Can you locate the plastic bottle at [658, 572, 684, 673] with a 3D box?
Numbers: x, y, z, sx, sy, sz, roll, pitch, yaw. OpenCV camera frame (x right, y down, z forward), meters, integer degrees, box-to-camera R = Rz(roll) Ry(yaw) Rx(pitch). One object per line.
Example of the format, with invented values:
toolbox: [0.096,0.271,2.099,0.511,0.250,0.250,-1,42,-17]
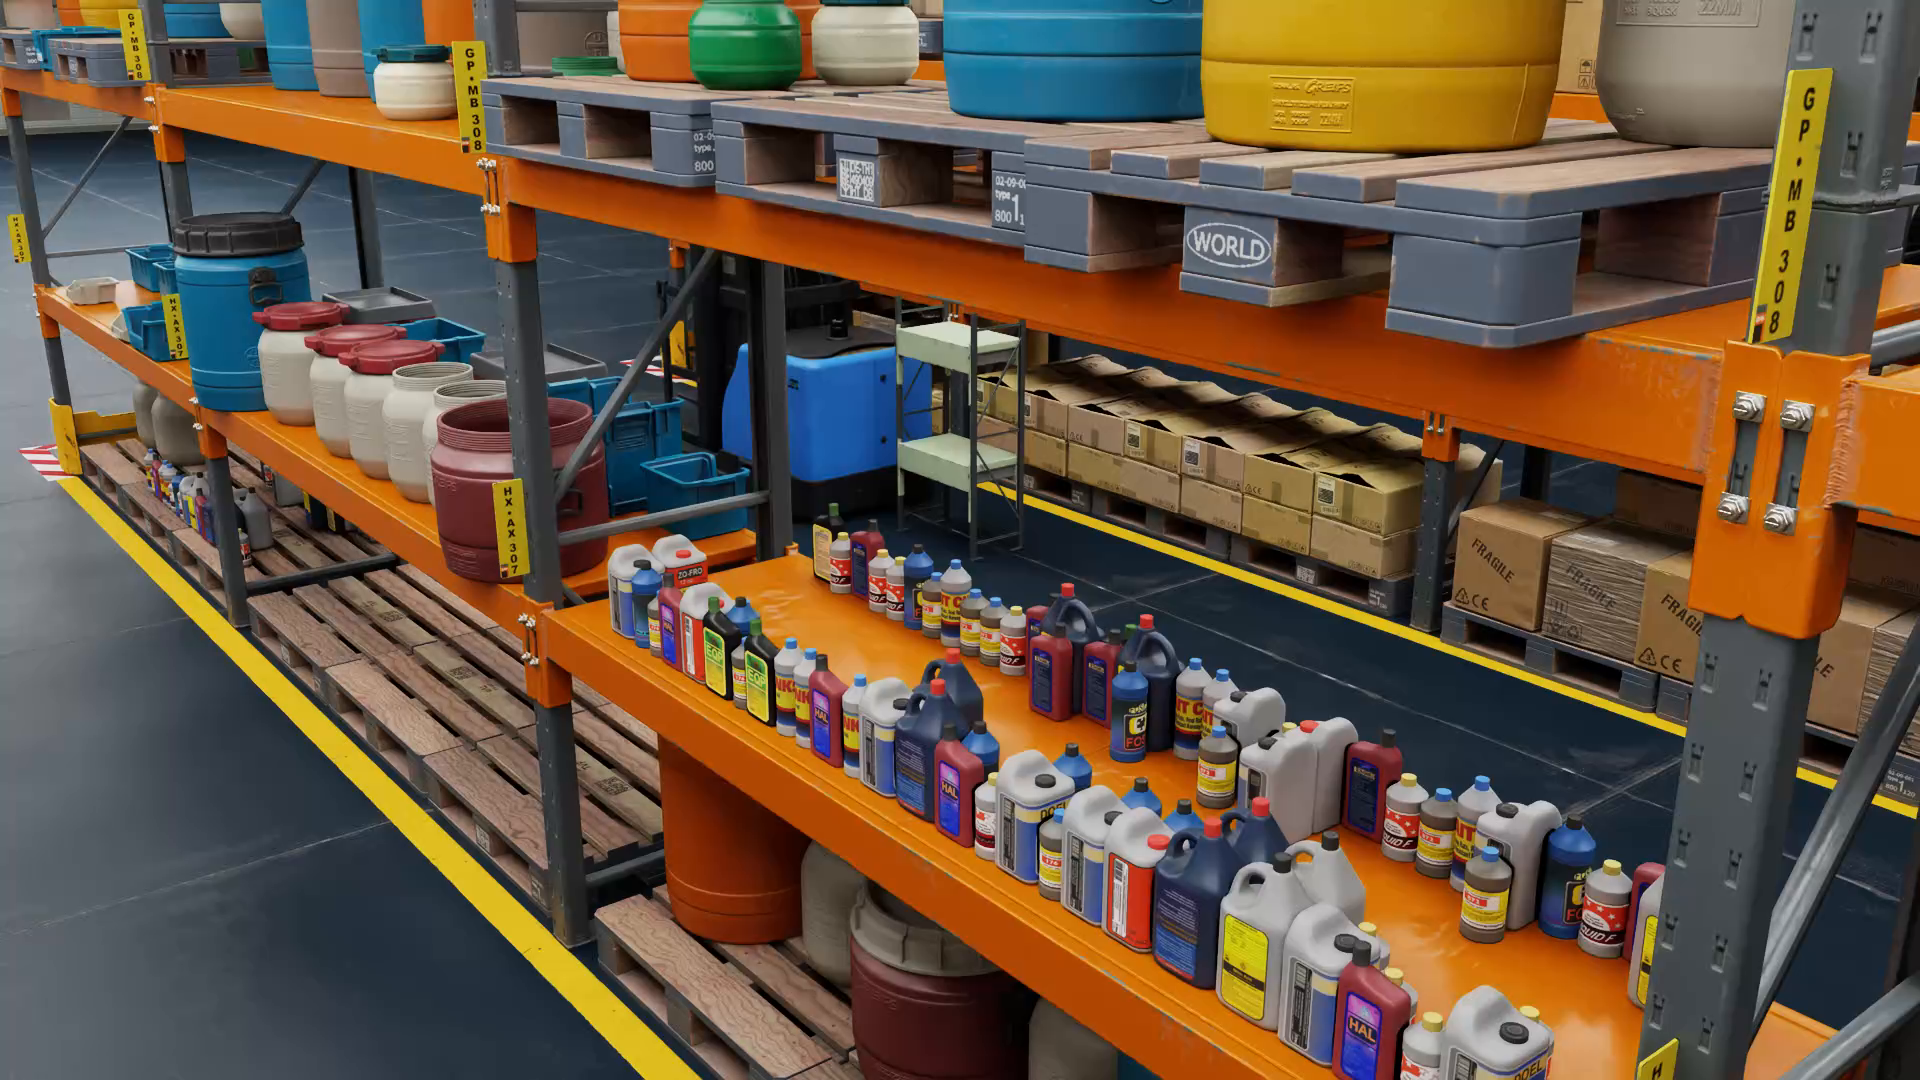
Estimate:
plastic bottle: [-0.857,0.247,5.031,0.061,0.283,0.133,-14,23,-36]

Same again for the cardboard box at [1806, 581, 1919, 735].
cardboard box: [3.868,0.492,7.382,0.500,0.500,0.500,-15,23,-38]

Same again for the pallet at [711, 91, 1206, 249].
pallet: [0.173,-0.870,3.746,1.003,0.211,1.213,-14,23,-36]

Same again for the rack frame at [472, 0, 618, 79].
rack frame: [-1.041,-2.916,4.854,1.000,3.000,0.127,-14,23,-36]

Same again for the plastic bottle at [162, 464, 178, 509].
plastic bottle: [-4.852,-0.336,10.247,0.097,0.271,0.097,0,18,0]

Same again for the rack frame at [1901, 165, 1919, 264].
rack frame: [6.725,-2.002,11.636,1.000,3.000,0.127,-14,23,-36]

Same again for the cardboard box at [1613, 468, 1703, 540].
cardboard box: [3.647,-0.215,8.322,0.500,0.250,0.500,-13,22,-34]

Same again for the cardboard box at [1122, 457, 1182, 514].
cardboard box: [1.372,-0.387,10.466,0.500,0.250,0.500,-13,23,-35]

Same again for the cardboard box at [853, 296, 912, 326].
cardboard box: [-0.713,-1.589,12.903,0.500,0.500,0.500,-14,23,-36]

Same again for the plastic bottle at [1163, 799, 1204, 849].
plastic bottle: [0.491,0.701,3.677,0.097,0.271,0.097,0,18,0]

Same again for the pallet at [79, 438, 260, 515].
pallet: [-5.424,-0.505,11.552,1.003,0.211,1.213,-14,23,-36]

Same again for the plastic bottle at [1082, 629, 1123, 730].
plastic bottle: [0.404,0.376,4.642,0.061,0.283,0.133,-14,23,-36]

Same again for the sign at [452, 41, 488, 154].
sign: [-1.468,-1.333,5.012,0.100,0.325,0.005,-14,23,-36]

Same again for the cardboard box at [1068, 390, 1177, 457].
cardboard box: [1.051,-0.778,10.754,0.500,0.311,0.500,-15,23,-38]

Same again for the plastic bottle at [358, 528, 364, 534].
plastic bottle: [-3.505,-0.148,9.791,0.097,0.201,0.097,0,18,0]

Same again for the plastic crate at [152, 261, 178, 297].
plastic crate: [-5.064,-1.743,11.091,0.499,0.251,0.408,-14,23,-36]

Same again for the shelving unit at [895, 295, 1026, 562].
shelving unit: [-0.004,-0.714,10.132,0.431,1.500,0.755,-14,23,-36]

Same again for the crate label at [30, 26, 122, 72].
crate label: [-5.105,-2.867,9.714,0.502,0.251,0.408,-14,23,-36]

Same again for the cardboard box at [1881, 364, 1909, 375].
cardboard box: [4.183,-0.719,6.933,0.500,0.500,0.700,13,23,35]

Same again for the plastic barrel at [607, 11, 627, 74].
plastic barrel: [-0.993,-1.682,5.719,0.421,0.512,0.421,0,18,0]

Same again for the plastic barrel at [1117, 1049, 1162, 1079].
plastic barrel: [0.679,1.402,4.026,0.600,0.901,0.708,-14,23,-36]

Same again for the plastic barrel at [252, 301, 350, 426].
plastic barrel: [-3.102,-0.840,7.911,0.433,0.535,0.433,0,18,0]

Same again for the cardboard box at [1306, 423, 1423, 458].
cardboard box: [2.417,-0.508,9.940,0.500,0.311,0.500,-15,23,-37]

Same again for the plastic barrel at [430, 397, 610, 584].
plastic barrel: [-1.566,-0.188,5.942,0.600,0.536,0.708,-14,23,-36]

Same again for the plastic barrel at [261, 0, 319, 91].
plastic barrel: [-3.038,-2.633,7.972,0.600,0.901,0.708,-14,23,-36]

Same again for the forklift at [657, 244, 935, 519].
forklift: [-1.494,-1.919,11.497,1.130,2.935,3.031,-15,23,-37]

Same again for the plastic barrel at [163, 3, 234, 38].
plastic barrel: [-4.058,-3.181,8.961,0.600,0.901,0.708,-14,23,-36]

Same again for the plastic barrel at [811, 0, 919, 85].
plastic barrel: [-0.260,-1.390,4.569,0.301,0.262,0.301,0,18,0]

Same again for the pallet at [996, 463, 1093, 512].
pallet: [0.849,-0.522,11.603,1.003,0.211,1.213,-14,23,-36]

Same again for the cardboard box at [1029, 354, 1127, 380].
cardboard box: [0.837,-1.136,11.836,0.500,0.311,0.500,-14,23,-36]

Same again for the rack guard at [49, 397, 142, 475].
rack guard: [-5.924,-0.843,12.114,1.175,0.500,0.348,-14,23,-36]

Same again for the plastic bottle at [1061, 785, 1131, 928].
plastic bottle: [0.321,0.695,3.689,0.152,0.276,0.135,-14,23,-36]

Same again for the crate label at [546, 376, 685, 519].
crate label: [-1.446,-0.383,6.690,0.502,0.435,0.616,-14,23,-36]

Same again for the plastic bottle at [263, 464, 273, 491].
plastic bottle: [-4.389,-0.422,10.618,0.097,0.201,0.097,0,18,0]

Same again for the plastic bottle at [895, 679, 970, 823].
plastic bottle: [-0.068,0.507,4.139,0.144,0.351,0.185,-14,23,-36]

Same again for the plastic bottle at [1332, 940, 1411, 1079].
plastic bottle: [0.765,0.891,3.086,0.061,0.283,0.133,-14,23,-36]

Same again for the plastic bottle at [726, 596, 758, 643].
plastic bottle: [-0.640,0.299,4.893,0.097,0.271,0.097,0,18,0]

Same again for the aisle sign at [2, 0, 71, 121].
aisle sign: [-6.282,-3.234,11.222,0.394,0.787,0.004,-14,23,-36]

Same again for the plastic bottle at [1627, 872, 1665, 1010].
plastic bottle: [1.453,0.781,3.311,0.144,0.351,0.185,-14,23,-36]

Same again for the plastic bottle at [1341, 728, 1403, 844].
plastic bottle: [0.998,0.580,4.023,0.061,0.283,0.133,-14,23,-36]

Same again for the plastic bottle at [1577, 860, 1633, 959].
plastic bottle: [1.381,0.780,3.550,0.097,0.201,0.097,0,18,0]

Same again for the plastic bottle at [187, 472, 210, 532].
plastic bottle: [-4.470,-0.234,9.813,0.144,0.351,0.185,-14,23,-36]

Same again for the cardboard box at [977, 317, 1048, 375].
cardboard box: [0.318,-1.445,12.468,0.500,0.500,0.500,-14,23,-36]

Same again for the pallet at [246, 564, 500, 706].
pallet: [-3.006,0.456,8.650,1.003,0.211,1.213,-14,23,-36]

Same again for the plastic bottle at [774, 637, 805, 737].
plastic bottle: [-0.462,0.400,4.587,0.097,0.271,0.097,0,18,0]

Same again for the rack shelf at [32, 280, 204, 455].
rack shelf: [-4.766,-1.205,10.375,1.077,0.370,4.000,-14,23,-36]

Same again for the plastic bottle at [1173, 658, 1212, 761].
plastic bottle: [0.624,0.447,4.446,0.097,0.271,0.097,0,18,0]

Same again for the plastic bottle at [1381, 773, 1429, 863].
plastic bottle: [1.055,0.651,3.940,0.097,0.201,0.097,0,18,0]

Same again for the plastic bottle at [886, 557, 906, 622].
plastic bottle: [-0.194,0.155,5.437,0.097,0.201,0.097,0,18,0]

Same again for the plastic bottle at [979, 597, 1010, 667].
plastic bottle: [0.108,0.275,5.075,0.097,0.201,0.097,0,18,0]

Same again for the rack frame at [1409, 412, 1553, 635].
rack frame: [2.844,-1.034,8.713,1.000,3.000,0.127,-14,23,-36]

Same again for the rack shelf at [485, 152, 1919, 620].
rack shelf: [0.201,-0.658,3.950,1.077,0.370,4.000,-14,23,-36]
